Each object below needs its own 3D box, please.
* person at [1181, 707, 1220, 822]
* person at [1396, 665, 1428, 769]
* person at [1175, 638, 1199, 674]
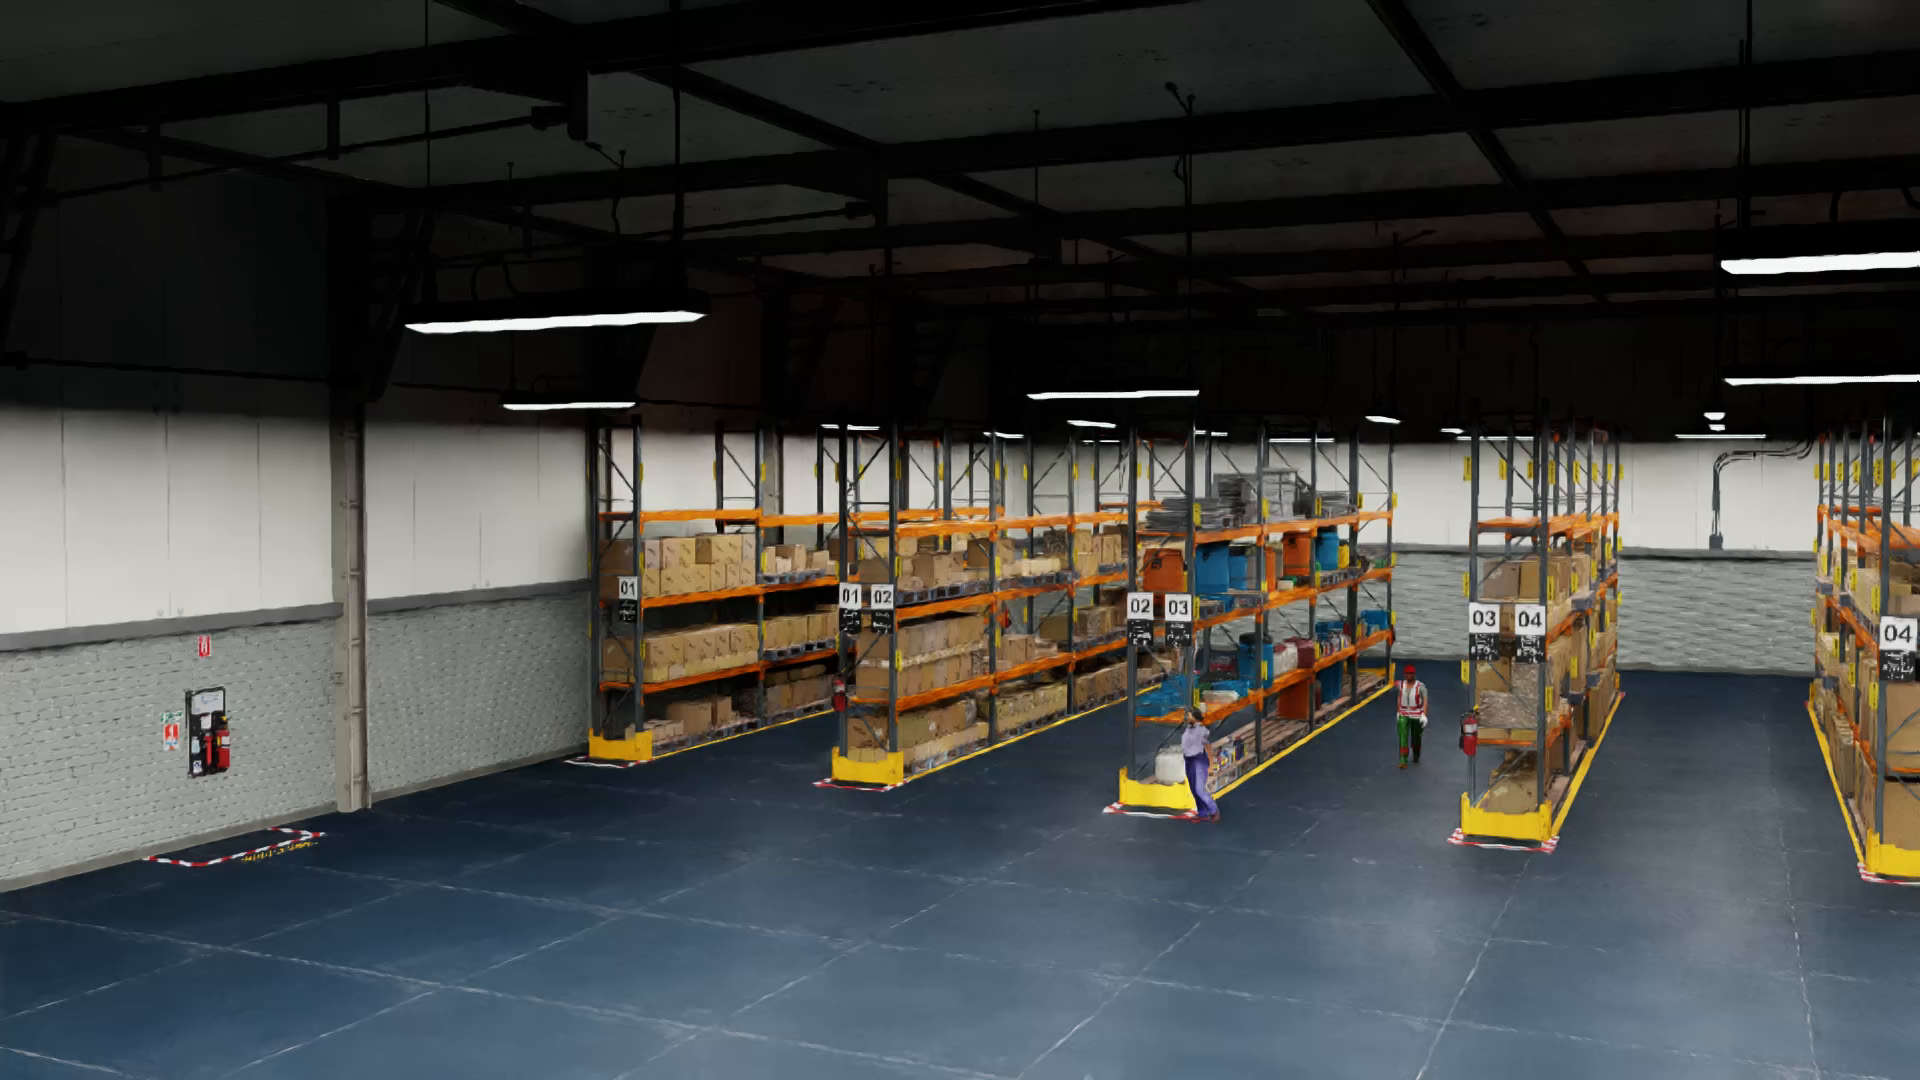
[{"bbox_3d":[3.443,3.215,23.709,0.466,1.622,0.628,-1,3,-22],"label":"person"},{"bbox_3d":[7.634,2.975,28.134,0.565,1.736,1.045,1,3,24],"label":"person"},{"bbox_3d":[5.187,2.673,38.061,0.566,1.540,0.509,1,2,17],"label":"person"}]
